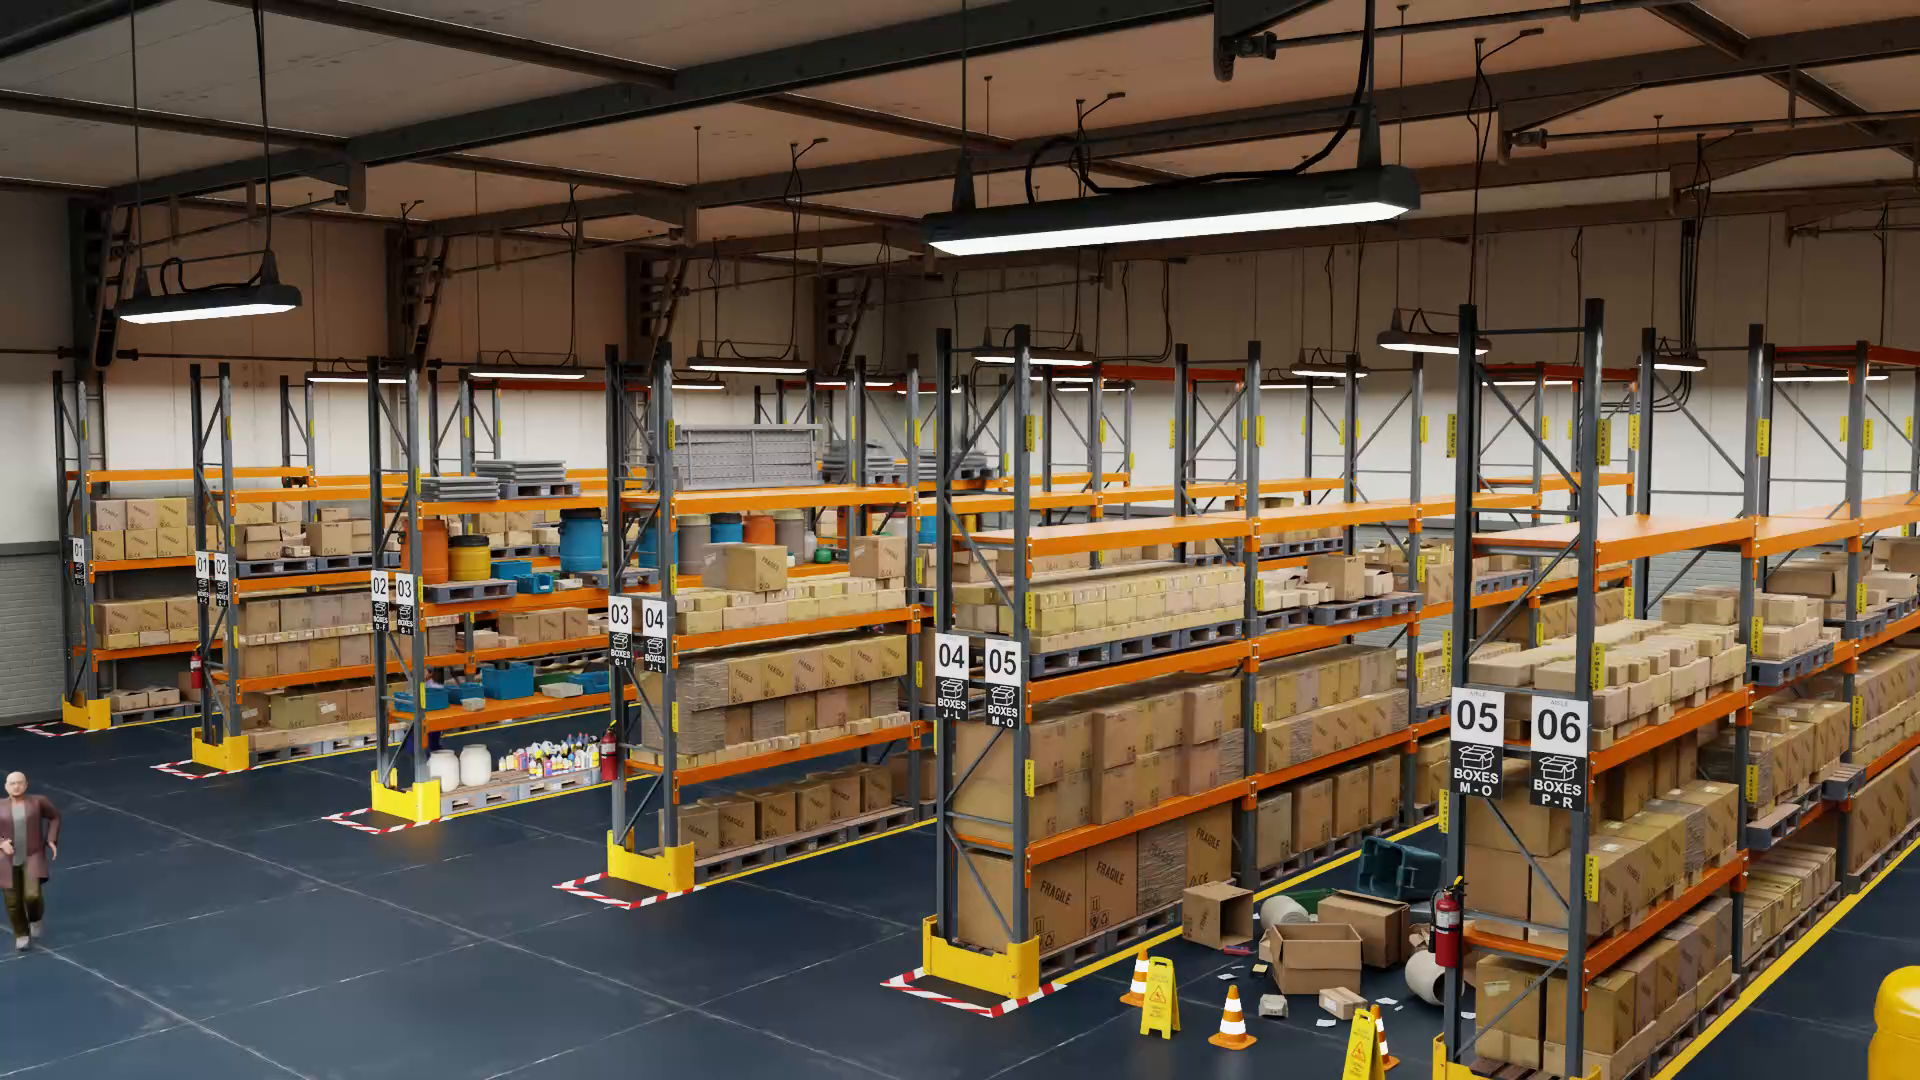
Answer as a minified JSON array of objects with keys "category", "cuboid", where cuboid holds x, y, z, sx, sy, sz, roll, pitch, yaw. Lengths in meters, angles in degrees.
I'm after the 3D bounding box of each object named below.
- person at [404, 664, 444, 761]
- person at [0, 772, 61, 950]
[{"category":"person","cuboid":[-7.700,2.628,23.970,0.577,1.648,0.682,2,5,29]},{"category":"person","cuboid":[-9.128,3.127,16.168,0.695,1.739,0.631,-2,5,-27]}]
